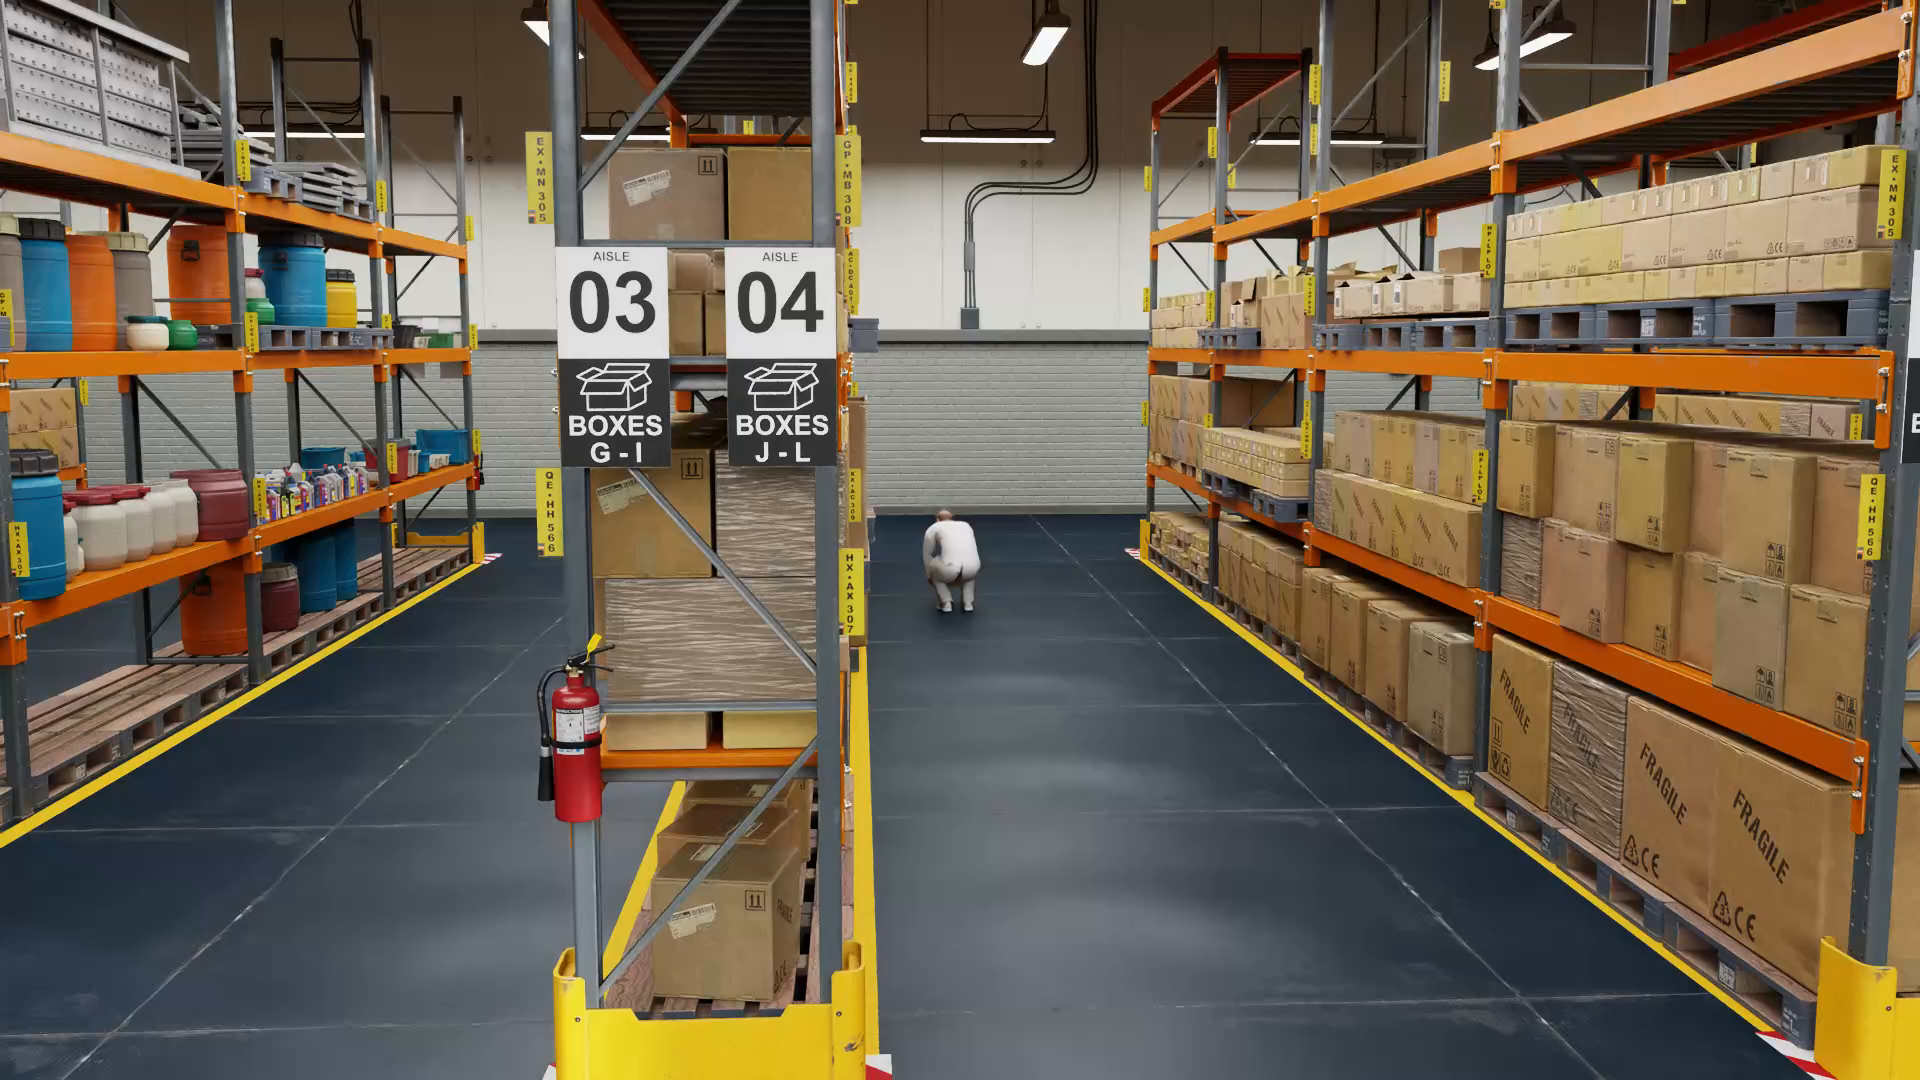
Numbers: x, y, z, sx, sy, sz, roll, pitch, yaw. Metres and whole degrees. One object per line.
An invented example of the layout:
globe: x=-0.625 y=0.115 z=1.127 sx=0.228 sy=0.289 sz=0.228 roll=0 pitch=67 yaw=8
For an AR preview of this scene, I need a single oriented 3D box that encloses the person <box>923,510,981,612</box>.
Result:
person: x=-0.081 y=0.234 z=18.029 sx=0.609 sy=1.029 sz=0.895 roll=-1 pitch=7 yaw=-10
